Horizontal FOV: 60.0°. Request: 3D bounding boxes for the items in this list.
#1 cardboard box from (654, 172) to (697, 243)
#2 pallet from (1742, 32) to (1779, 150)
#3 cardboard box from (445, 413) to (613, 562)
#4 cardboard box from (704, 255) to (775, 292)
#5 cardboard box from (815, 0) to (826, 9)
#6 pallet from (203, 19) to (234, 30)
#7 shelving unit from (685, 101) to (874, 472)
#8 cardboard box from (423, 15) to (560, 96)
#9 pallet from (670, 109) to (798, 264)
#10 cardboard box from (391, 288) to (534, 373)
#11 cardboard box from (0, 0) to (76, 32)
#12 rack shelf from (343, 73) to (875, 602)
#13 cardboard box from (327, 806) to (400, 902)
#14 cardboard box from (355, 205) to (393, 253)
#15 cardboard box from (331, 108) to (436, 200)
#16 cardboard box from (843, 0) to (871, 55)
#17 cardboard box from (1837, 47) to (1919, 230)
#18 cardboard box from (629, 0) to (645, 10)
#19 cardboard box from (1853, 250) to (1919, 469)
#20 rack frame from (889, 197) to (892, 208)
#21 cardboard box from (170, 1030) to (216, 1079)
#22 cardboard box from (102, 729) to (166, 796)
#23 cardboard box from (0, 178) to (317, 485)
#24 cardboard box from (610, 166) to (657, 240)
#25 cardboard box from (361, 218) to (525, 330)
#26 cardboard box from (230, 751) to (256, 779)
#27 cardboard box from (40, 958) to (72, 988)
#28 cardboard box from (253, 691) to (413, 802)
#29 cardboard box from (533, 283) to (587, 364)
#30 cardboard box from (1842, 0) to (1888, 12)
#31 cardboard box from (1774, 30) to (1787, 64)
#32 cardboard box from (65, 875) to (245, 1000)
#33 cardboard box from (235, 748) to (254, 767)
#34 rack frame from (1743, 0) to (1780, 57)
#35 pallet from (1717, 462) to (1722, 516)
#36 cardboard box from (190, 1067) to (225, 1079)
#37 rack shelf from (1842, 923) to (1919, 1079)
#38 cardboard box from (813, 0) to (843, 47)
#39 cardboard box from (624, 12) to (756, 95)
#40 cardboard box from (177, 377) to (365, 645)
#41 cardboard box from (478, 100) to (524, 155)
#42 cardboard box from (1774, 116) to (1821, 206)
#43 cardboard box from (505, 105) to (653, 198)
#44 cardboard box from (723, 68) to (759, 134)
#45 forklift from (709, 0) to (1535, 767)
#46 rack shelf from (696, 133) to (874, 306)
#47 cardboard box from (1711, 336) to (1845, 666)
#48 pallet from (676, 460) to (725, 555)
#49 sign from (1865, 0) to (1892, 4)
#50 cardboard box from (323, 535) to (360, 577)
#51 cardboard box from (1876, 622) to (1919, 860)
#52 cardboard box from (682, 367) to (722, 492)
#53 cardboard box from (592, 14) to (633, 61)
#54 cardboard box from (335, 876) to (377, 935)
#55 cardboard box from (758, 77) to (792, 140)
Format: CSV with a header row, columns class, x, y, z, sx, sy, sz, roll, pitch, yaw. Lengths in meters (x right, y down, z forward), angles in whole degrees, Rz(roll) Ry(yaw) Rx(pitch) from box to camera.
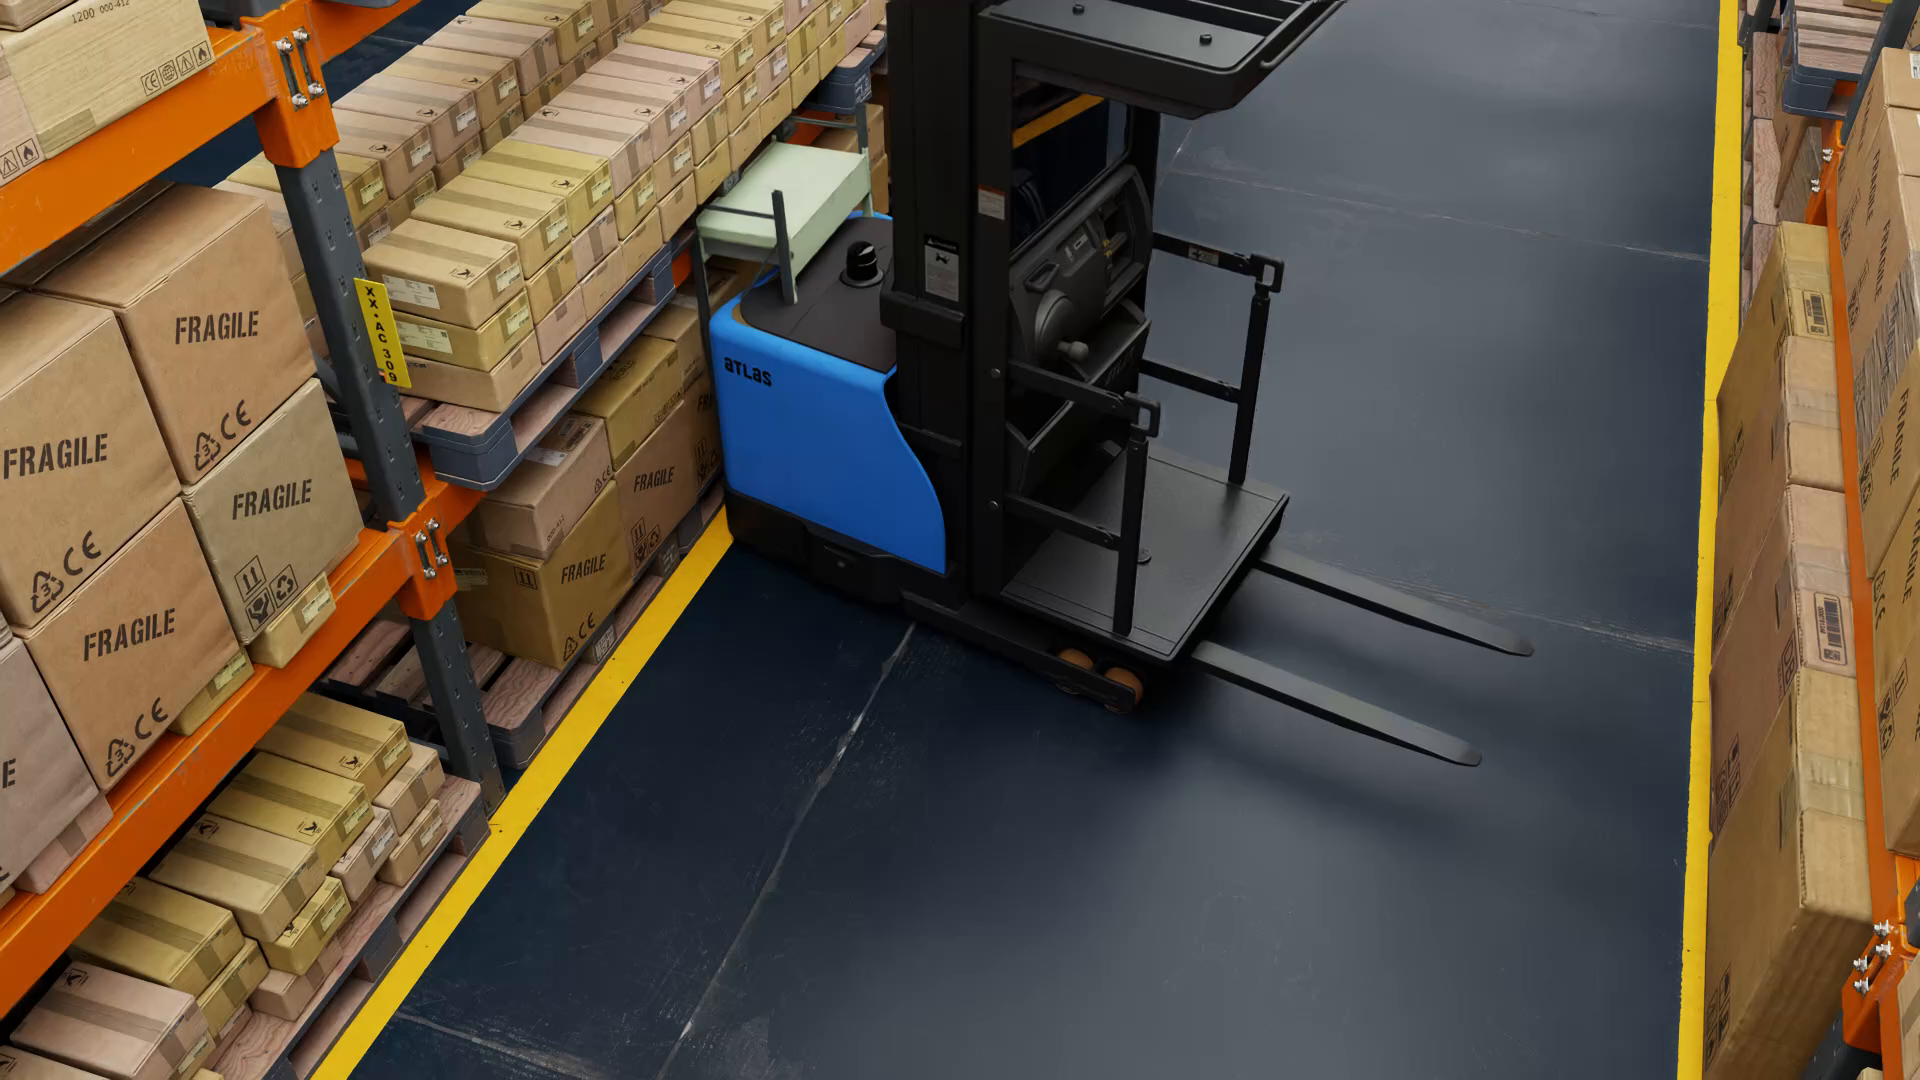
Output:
class,x,y,z,sx,sy,sz,roll,pitch,yaw
cardboard box,-1.127,-1.166,5.675,0.380,0.149,0.250,12,42,13
pallet,5.051,-2.514,9.534,1.003,0.211,1.213,13,42,15
cardboard box,-1.545,-0.219,5.720,0.500,0.250,0.500,12,42,13
cardboard box,-1.017,-1.174,6.840,0.500,0.250,0.500,14,42,16
cardboard box,-0.681,-2.186,6.413,0.380,0.149,0.250,15,43,16
pallet,-5.096,-3.225,10.368,1.003,0.211,1.213,13,42,15
shelving unit,-0.652,-0.894,6.577,0.431,1.500,0.755,12,42,17
cardboard box,-1.646,-1.706,5.851,0.380,0.149,0.250,11,42,13
pallet,-1.317,-1.483,6.325,1.003,0.211,1.213,13,42,15
cardboard box,-1.479,-0.649,4.840,0.380,0.149,0.250,14,42,16
cardboard box,-1.965,-1.269,3.346,0.500,0.250,0.500,11,42,13
rack shelf,-1.362,-1.279,6.492,1.077,0.370,4.000,13,42,15
cardboard box,-1.936,0.909,5.017,0.380,0.149,0.250,11,42,13
cardboard box,-2.007,-0.958,5.202,0.380,0.149,0.250,14,42,15
cardboard box,-1.911,-1.233,5.296,0.380,0.149,0.250,12,42,14
cardboard box,-0.589,-2.126,6.801,0.380,0.149,0.250,14,42,16
cardboard box,3.526,-1.412,6.017,0.500,0.500,0.500,14,43,16
cardboard box,-1.378,-2.184,6.411,0.380,0.149,0.250,15,43,17
cardboard box,3.007,-0.479,4.924,0.500,0.500,0.500,13,42,15
rack frame,-0.678,-2.773,7.689,1.000,3.000,0.127,13,42,15
cardboard box,-2.258,1.367,4.480,0.380,0.149,0.250,14,43,16
cardboard box,-2.210,0.462,4.091,0.380,0.149,0.250,12,42,14
cardboard box,-1.953,-0.518,3.969,0.500,0.500,0.500,12,42,14
cardboard box,-1.216,-1.123,5.396,0.380,0.149,0.250,12,42,13
cardboard box,-1.479,-0.762,4.743,0.380,0.149,0.250,15,43,17
cardboard box,-2.471,0.629,5.346,0.380,0.149,0.250,15,43,17
cardboard box,-2.618,1.124,4.766,0.380,0.149,0.250,11,42,13
cardboard box,-1.923,0.640,5.103,0.380,0.149,0.250,14,43,16
cardboard box,-1.390,-0.706,5.136,0.380,0.149,0.250,14,42,16
cardboard box,4.192,-2.509,6.979,0.700,0.500,0.500,19,44,21
cardboard box,5.086,-2.897,9.421,0.700,0.500,0.500,10,42,12
cardboard box,-2.214,1.099,4.565,0.380,0.149,0.250,15,43,16
cardboard box,-2.359,0.530,5.233,0.380,0.149,0.250,15,43,17
rack frame,5.316,-4.050,9.186,1.000,3.000,0.127,13,42,15
pallet,3.608,-0.085,6.687,1.003,0.211,1.213,13,42,15
cardboard box,-2.214,1.538,4.509,0.380,0.149,0.250,13,42,15
rack shelf,1.896,2.323,2.270,1.077,0.370,4.000,13,42,15
cardboard box,-0.683,-2.071,6.507,0.380,0.149,0.250,13,42,15
cardboard box,-0.949,-1.716,5.862,0.380,0.149,0.250,15,43,16
cardboard box,-1.946,-0.126,4.281,0.500,0.500,0.500,13,42,15
cardboard box,-1.740,-1.435,5.761,0.380,0.149,0.250,11,42,13
cardboard box,4.523,-1.928,8.286,0.700,0.500,0.500,17,43,19
cardboard box,-1.212,-1.241,5.305,0.380,0.149,0.250,13,42,15
cardboard box,-0.946,-1.603,5.958,0.380,0.149,0.250,12,42,14
forklift,0.593,-0.884,5.528,3.031,2.935,1.130,21,45,23
rack shelf,-0.666,-1.195,6.327,0.431,0.370,0.720,12,42,17
cardboard box,3.380,-0.003,5.756,1.225,0.875,0.875,13,42,15
pallet,-1.366,-0.494,7.166,1.003,0.211,1.213,13,42,15
sign,3.435,-2.135,6.111,0.100,0.325,0.005,13,42,15
cardboard box,-1.924,-0.011,4.646,0.380,0.149,0.250,13,42,15
cardboard box,2.483,0.446,3.840,0.500,0.500,0.500,13,42,15
cardboard box,-1.199,-0.579,6.720,0.500,0.500,0.500,14,42,16
cardboard box,-1.471,-1.914,6.323,0.380,0.149,0.250,13,42,15
cardboard box,-2.028,1.047,5.085,0.380,0.149,0.250,14,43,16
cardboard box,-0.859,-1.653,6.246,0.380,0.149,0.250,15,43,16
